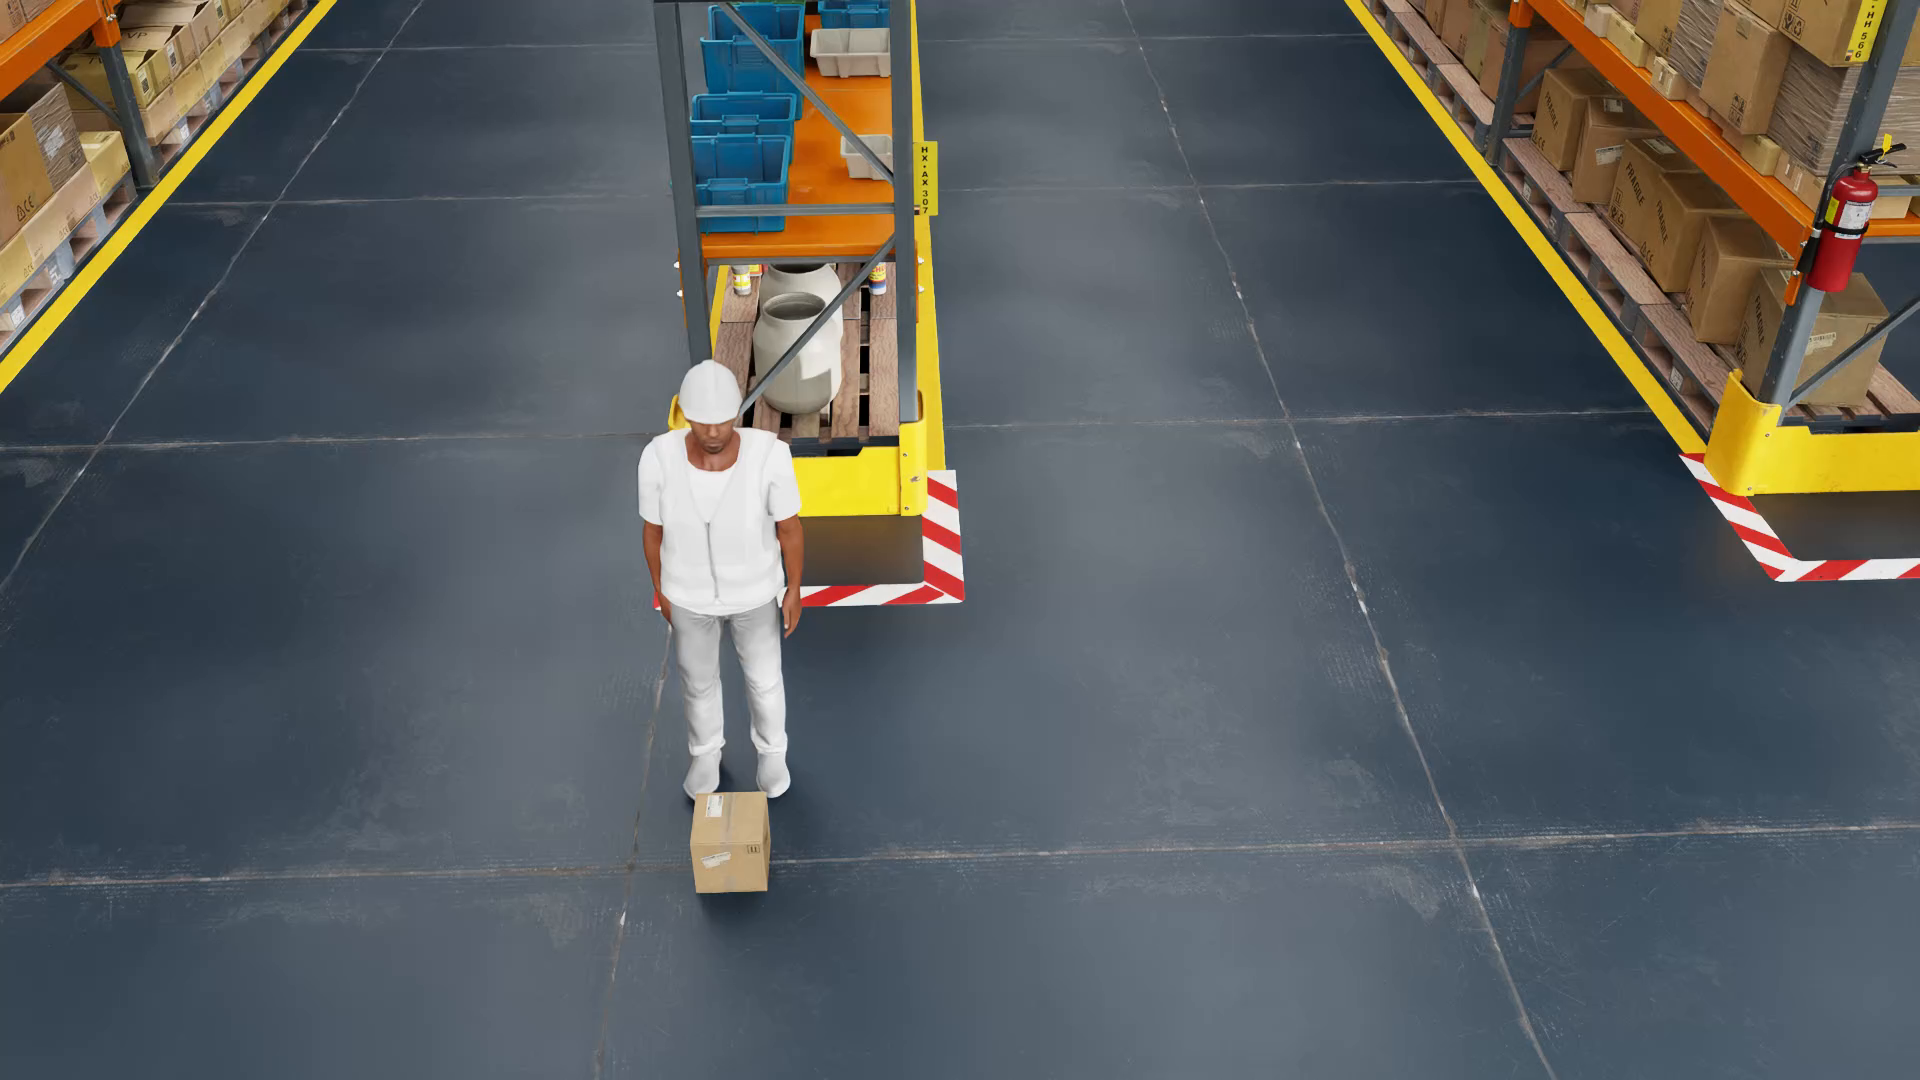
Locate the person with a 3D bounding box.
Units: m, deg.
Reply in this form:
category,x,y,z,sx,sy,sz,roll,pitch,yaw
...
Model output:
category,x,y,z,sx,sy,sz,roll,pitch,yaw
person,-0.825,0.170,5.885,0.563,1.761,0.358,-1,35,-1
